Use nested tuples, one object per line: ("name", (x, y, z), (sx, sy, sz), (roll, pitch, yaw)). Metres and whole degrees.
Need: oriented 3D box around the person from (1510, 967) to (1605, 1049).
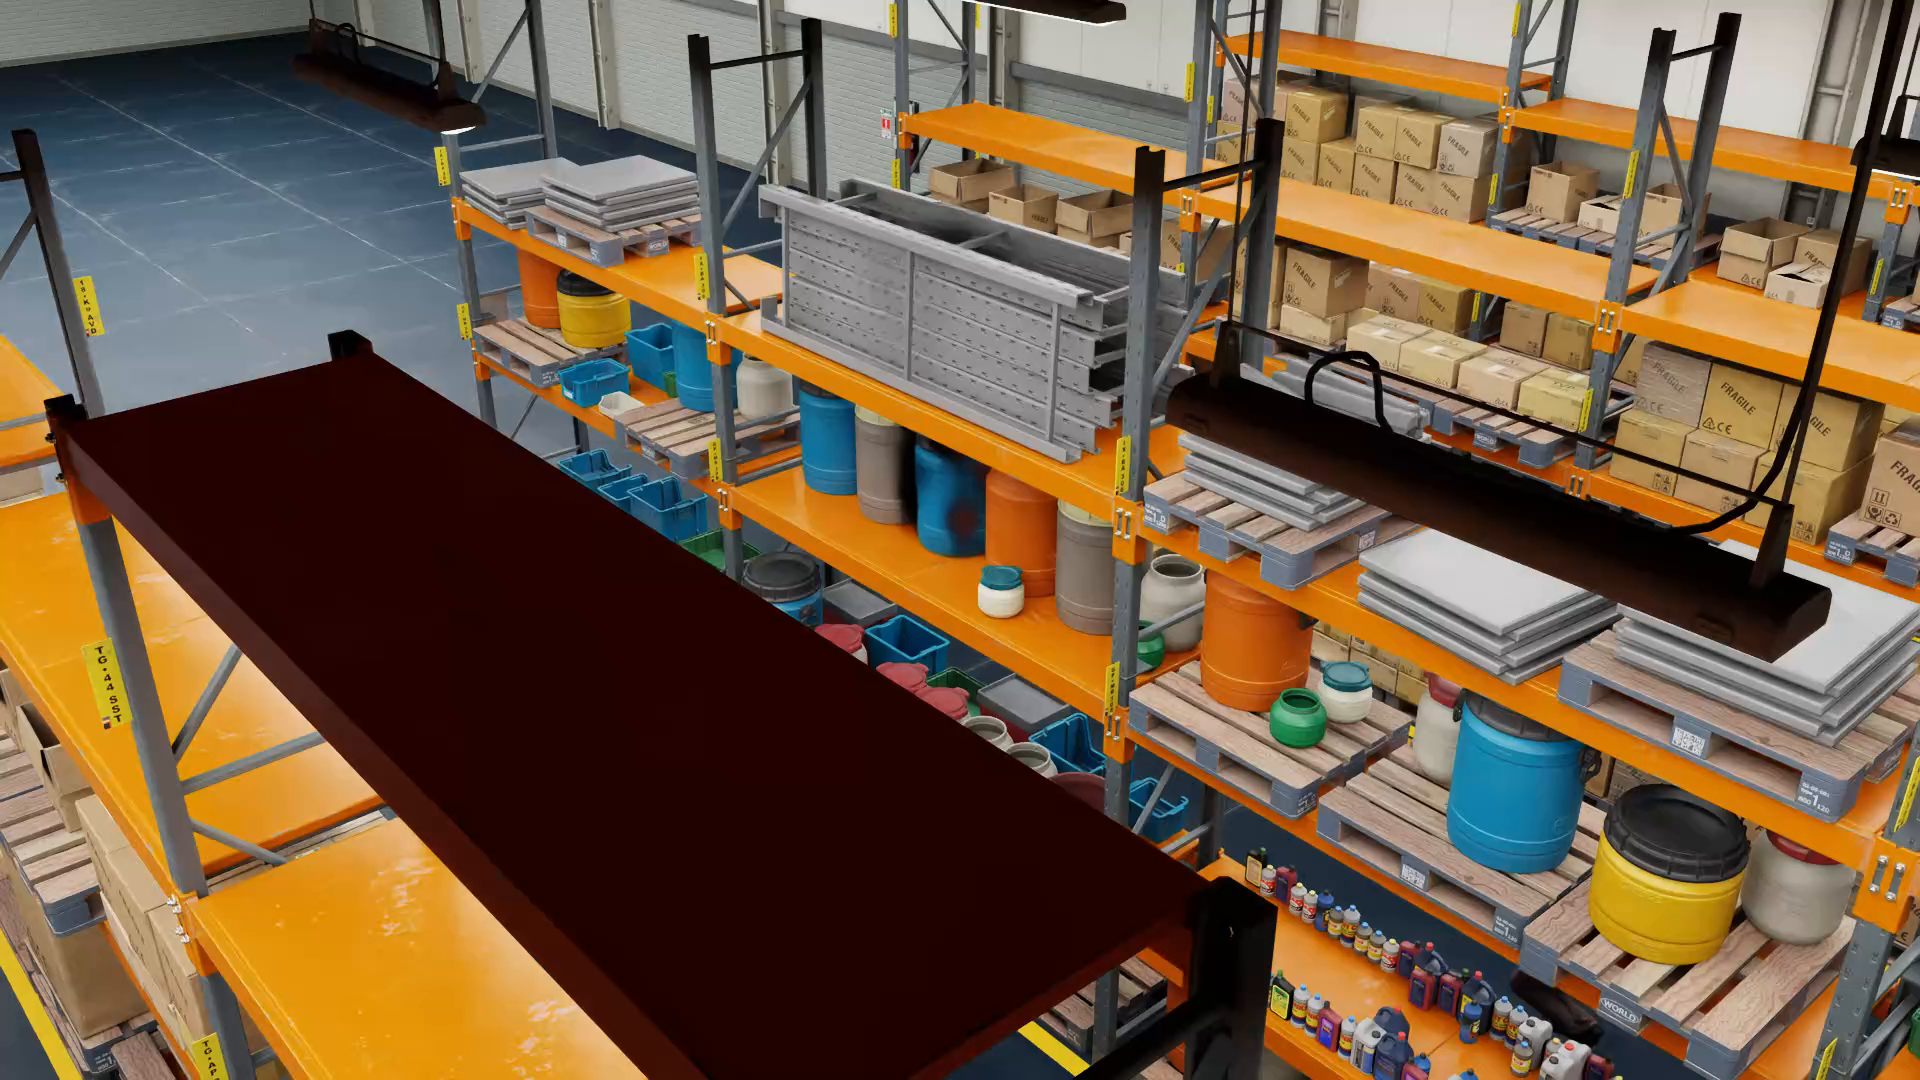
("person", (3.794, 2.590, 10.518), (0.655, 1.479, 0.723), (-23, 35, -38))
